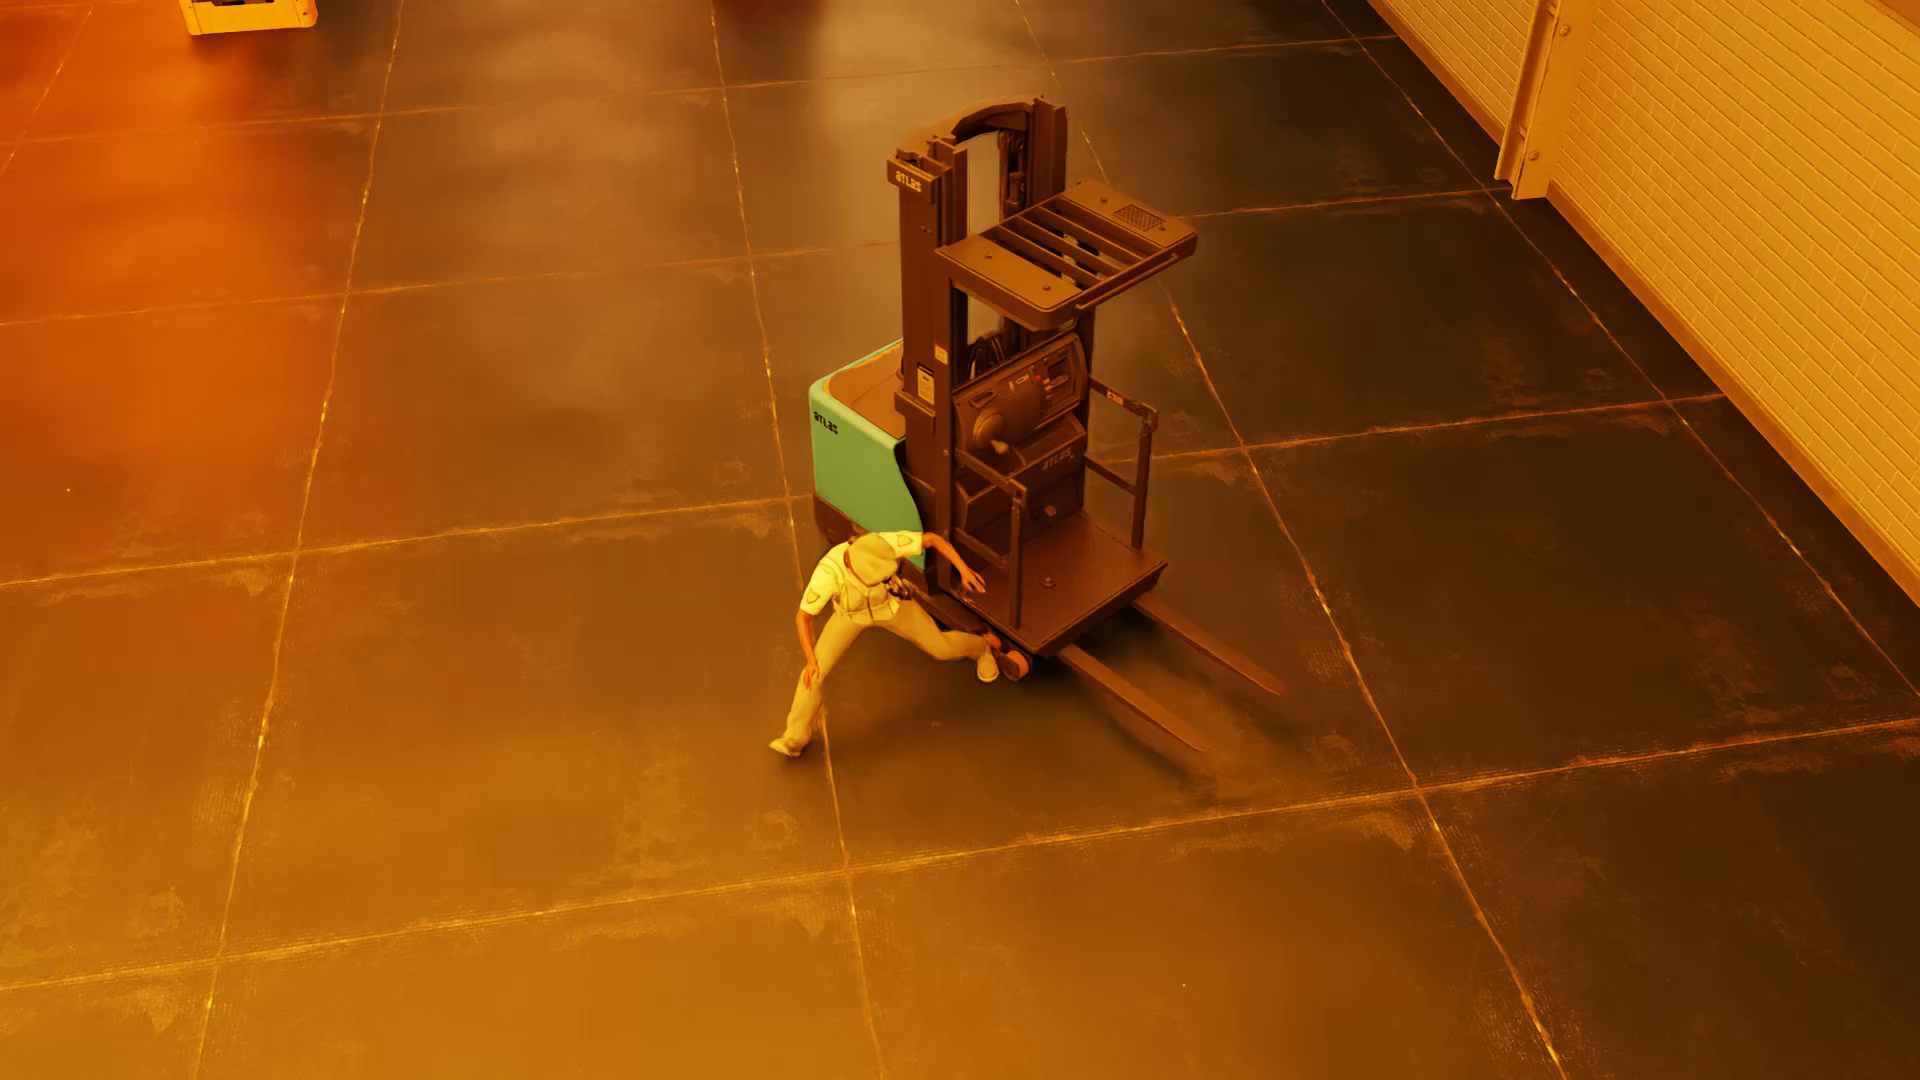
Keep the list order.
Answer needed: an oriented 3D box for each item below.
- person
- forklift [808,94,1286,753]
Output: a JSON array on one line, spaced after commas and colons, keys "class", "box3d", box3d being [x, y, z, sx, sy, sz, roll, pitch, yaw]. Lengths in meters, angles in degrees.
[{"class": "person", "box3d": [-0.396, 0.445, 8.666, 1.287, 1.340, 0.799, -5, 41, -6]}, {"class": "forklift", "box3d": [0.477, -0.711, 8.793, 1.130, 2.935, 3.031, -31, 49, -31]}]
